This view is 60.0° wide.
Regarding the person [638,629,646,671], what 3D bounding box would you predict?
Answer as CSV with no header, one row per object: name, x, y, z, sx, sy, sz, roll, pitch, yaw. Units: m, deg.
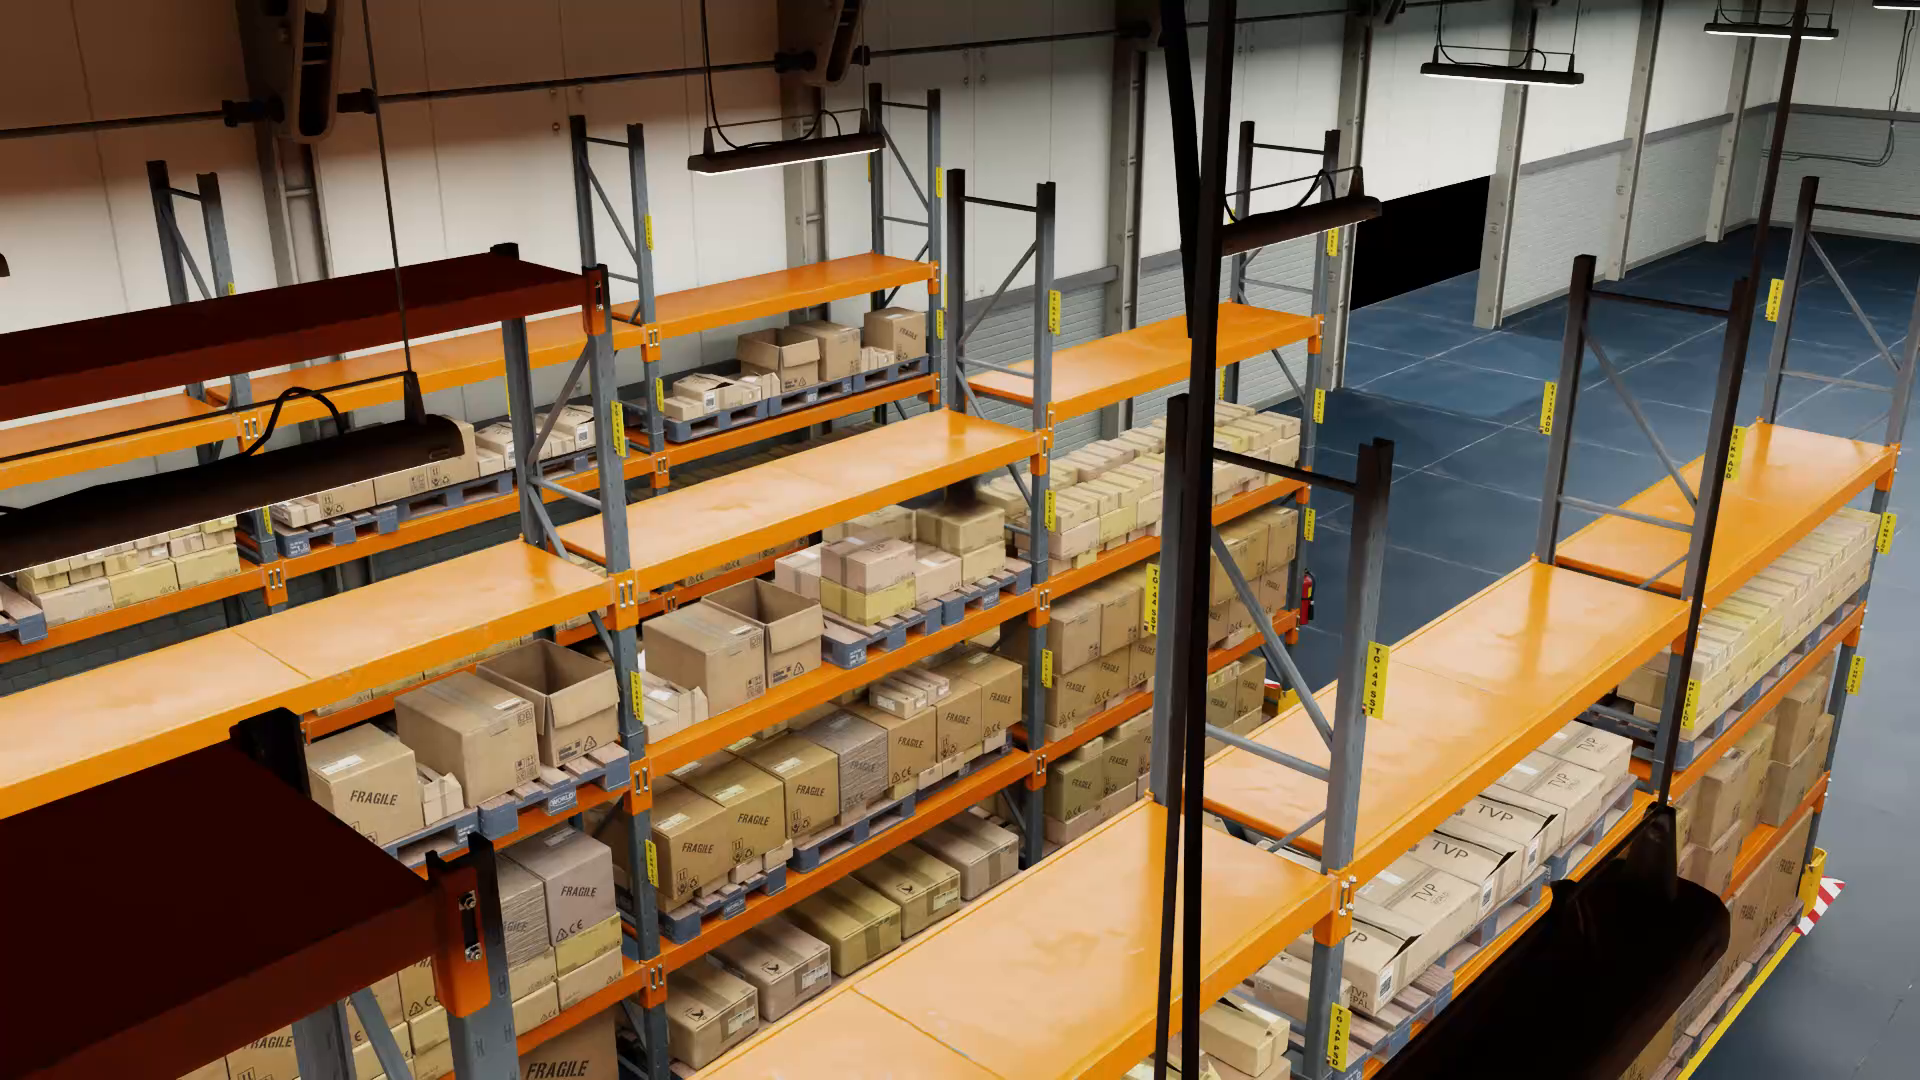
person,-2.734,1.595,15.475,0.620,1.752,0.516,-7,22,-16
